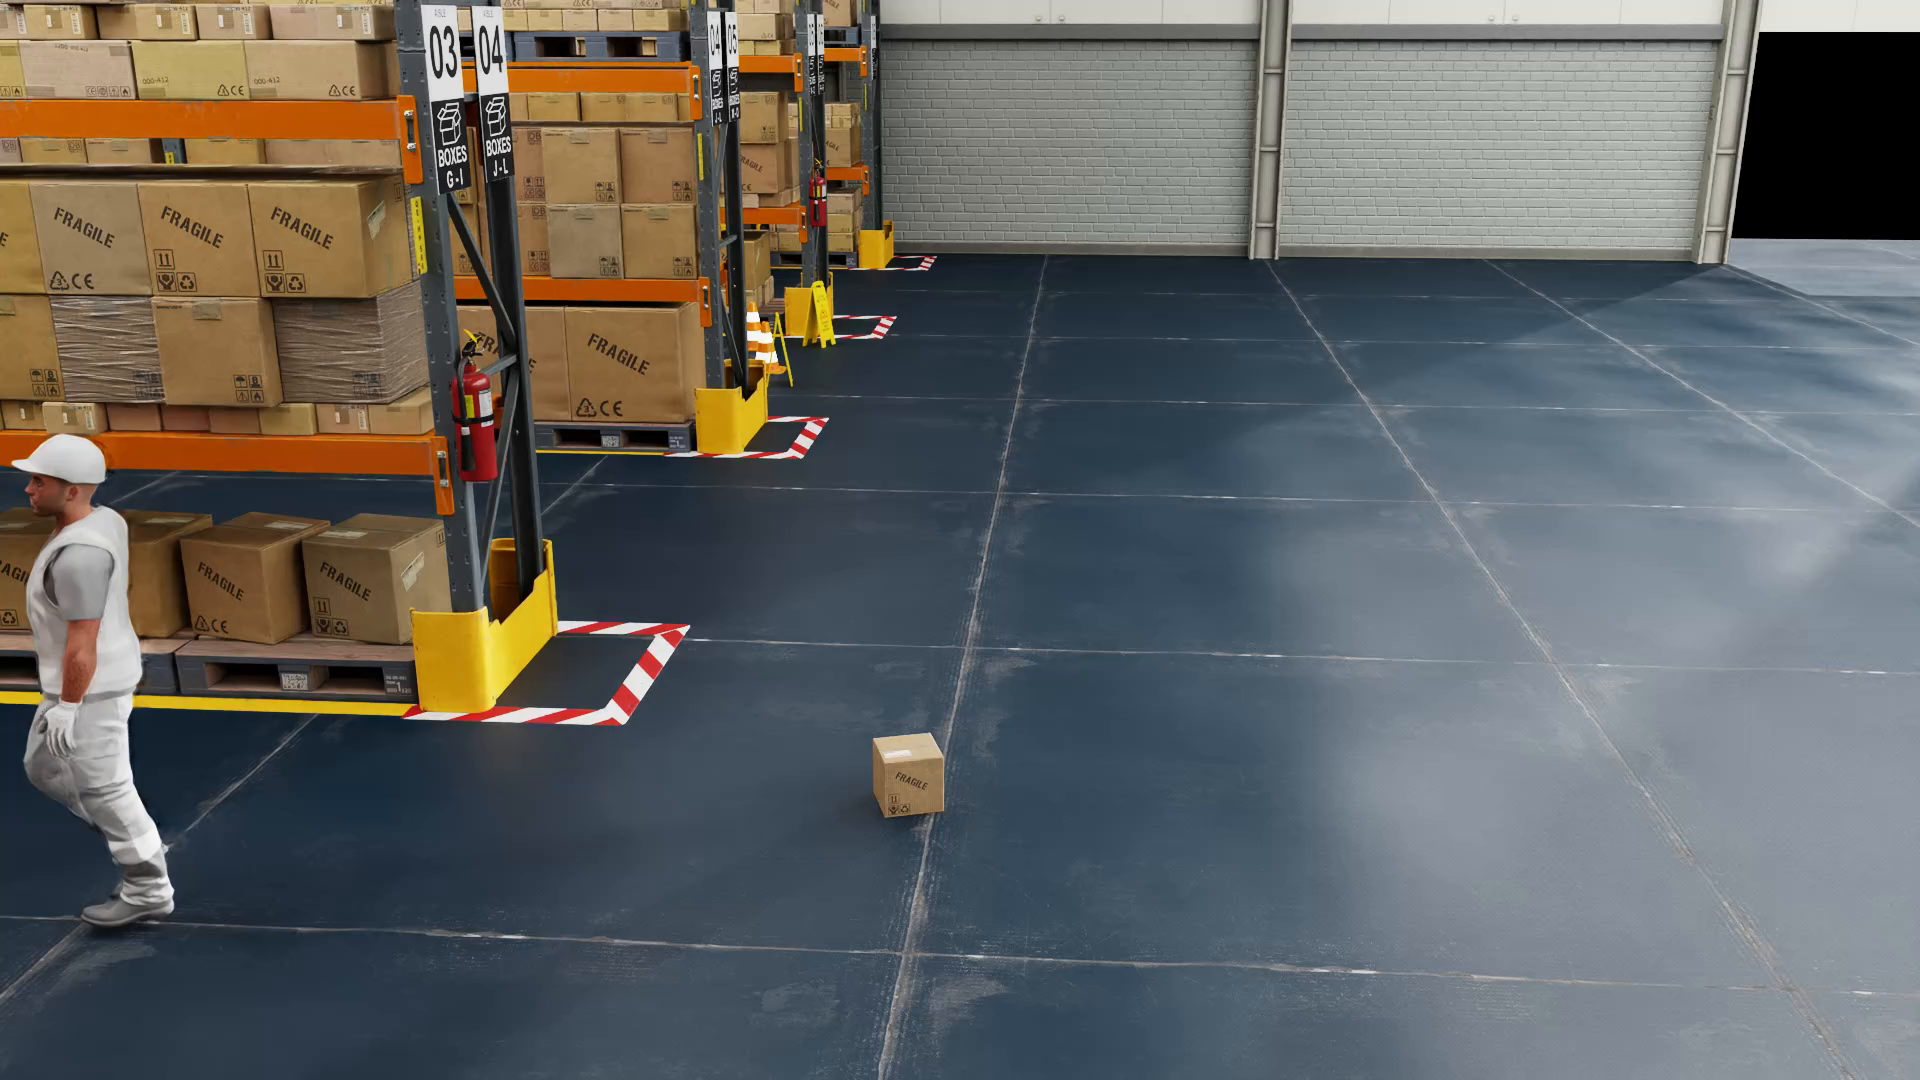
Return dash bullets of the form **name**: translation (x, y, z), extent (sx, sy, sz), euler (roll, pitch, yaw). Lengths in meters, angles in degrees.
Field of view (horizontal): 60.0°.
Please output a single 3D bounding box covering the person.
- **person**: translation (-3.063, 0.518, 5.766), extent (0.447, 1.801, 0.581), euler (-7, 19, -21)
